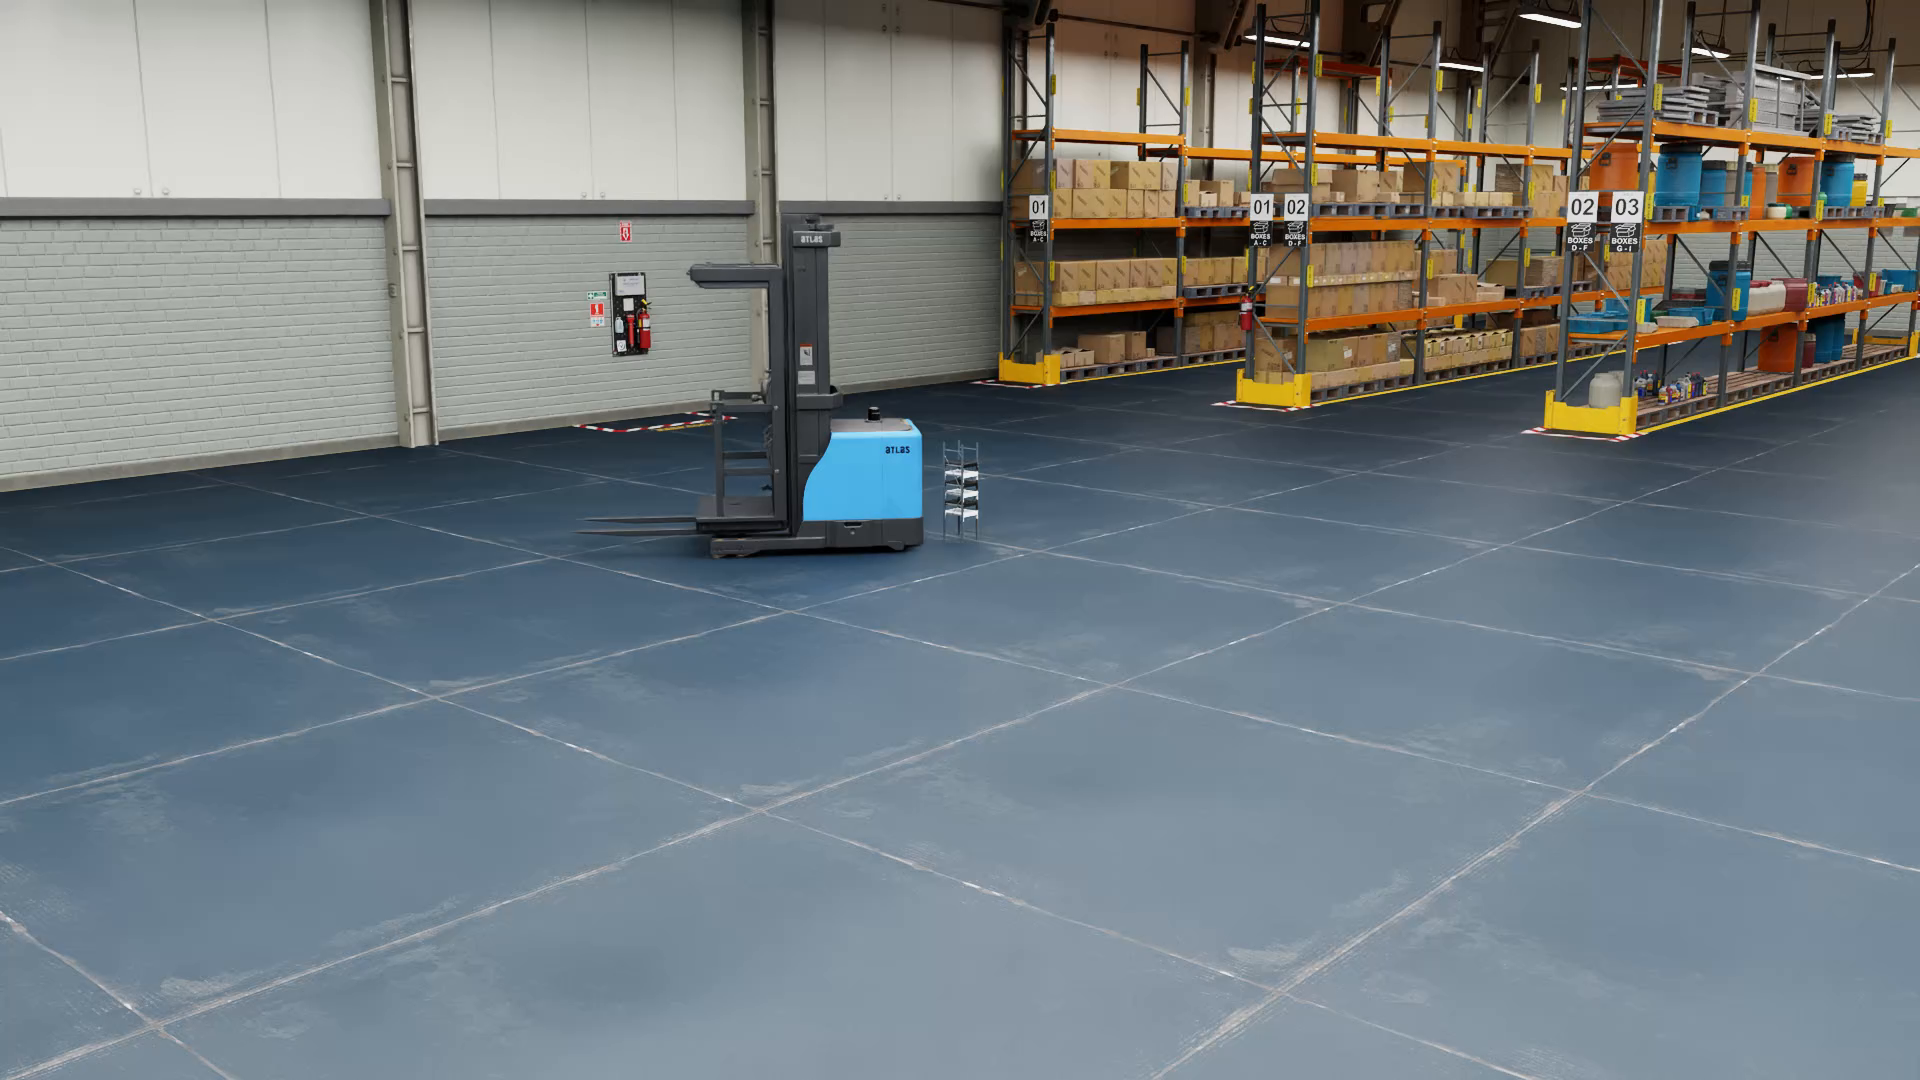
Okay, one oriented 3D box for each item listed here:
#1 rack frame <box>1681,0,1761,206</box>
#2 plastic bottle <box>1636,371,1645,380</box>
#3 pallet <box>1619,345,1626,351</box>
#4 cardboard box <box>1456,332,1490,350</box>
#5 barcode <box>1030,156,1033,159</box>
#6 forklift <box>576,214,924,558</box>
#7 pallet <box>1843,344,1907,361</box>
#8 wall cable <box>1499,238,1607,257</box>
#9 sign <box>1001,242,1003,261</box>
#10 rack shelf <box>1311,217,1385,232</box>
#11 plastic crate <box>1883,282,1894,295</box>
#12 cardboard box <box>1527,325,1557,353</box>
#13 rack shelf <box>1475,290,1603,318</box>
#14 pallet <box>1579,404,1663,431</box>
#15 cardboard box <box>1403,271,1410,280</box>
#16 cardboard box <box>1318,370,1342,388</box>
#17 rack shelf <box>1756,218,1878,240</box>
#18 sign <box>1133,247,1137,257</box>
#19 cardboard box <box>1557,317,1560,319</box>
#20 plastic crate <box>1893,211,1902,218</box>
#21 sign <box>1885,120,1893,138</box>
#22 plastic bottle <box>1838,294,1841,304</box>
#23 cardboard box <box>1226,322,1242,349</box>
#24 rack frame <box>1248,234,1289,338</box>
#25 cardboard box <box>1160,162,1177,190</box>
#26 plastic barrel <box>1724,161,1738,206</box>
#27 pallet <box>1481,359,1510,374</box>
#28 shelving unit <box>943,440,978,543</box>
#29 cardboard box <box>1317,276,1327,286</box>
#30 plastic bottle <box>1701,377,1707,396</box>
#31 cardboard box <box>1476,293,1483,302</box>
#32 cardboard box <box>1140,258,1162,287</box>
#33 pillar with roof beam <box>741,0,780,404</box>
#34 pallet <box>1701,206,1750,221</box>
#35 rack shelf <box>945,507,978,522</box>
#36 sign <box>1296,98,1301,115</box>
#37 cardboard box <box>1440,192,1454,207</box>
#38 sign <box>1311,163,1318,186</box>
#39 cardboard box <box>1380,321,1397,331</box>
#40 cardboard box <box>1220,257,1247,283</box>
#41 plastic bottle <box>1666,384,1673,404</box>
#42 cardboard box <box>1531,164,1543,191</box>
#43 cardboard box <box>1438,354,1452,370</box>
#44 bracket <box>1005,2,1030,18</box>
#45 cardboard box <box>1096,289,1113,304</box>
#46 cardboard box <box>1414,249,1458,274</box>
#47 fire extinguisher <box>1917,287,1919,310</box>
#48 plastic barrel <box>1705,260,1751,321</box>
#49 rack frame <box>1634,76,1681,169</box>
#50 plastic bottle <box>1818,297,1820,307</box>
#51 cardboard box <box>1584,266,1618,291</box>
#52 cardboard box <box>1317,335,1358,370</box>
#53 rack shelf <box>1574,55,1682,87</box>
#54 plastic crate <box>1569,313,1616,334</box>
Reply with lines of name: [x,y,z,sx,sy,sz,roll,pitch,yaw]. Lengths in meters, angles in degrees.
rack frame: [11.243,-6.489,24.764,1.000,3.000,0.127,10,15,40]
plastic bottle: [10.274,-2.371,25.103,0.144,0.351,0.185,9,14,38]
pallet: [14.065,-4.279,36.135,1.003,0.211,1.213,10,15,40]
cardboard box: [9.331,-3.649,30.378,0.500,0.311,0.500,10,15,40]
barcode: [1.254,-6.713,29.204,0.001,0.075,0.075,10,15,40]
forklift: [-1.881,-1.389,14.722,3.031,2.935,1.130,-1,11,-7]
pallet: [18.591,-3.829,33.881,1.003,0.211,1.213,10,15,40]
wall cable: [15.724,-8.799,44.255,3.097,2.526,0.112,10,15,40]
sign: [0.757,-5.037,29.047,0.100,0.325,0.005,10,15,40]
rack shelf: [7.762,-6.829,35.961,1.077,0.370,4.000,10,15,40]
plastic crate: [18.001,-4.925,32.522,0.416,0.233,0.300,10,15,40]
cardboard box: [11.356,-3.948,32.614,0.500,0.500,0.500,10,15,40]
rack shelf: [11.485,-4.718,33.051,1.077,0.370,4.000,10,15,40]
pallet: [9.158,-1.727,23.359,1.003,0.211,1.213,10,15,40]
cardboard box: [7.341,-4.451,27.967,0.380,0.149,0.250,9,15,39]
cardboard box: [5.733,-2.581,26.464,0.500,0.250,0.500,10,15,40]
rack shelf: [15.204,-5.548,29.548,1.077,0.370,4.000,10,15,40]
sign: [3.382,-5.467,32.008,0.100,0.325,0.005,10,15,40]
cardboard box: [12.968,-4.476,35.258,0.500,0.500,0.500,10,15,40]
plastic crate: [17.987,-6.318,32.240,0.437,0.136,0.530,10,15,40]
sign: [16.936,-7.492,30.320,0.100,0.325,0.005,10,15,40]
plastic bottle: [15.788,-4.359,29.921,0.097,0.201,0.097,0,11,0]
cardboard box: [5.271,-4.156,33.660,0.700,0.500,0.500,10,15,40]
rack frame: [6.441,-5.417,34.711,1.000,3.000,0.127,10,15,40]
cardboard box: [3.674,-6.739,30.816,0.500,0.500,0.500,8,14,36]
plastic barrel: [11.847,-5.463,26.005,0.600,0.901,0.600,0,11,0]
pallet: [9.592,-3.293,31.199,1.003,0.211,1.213,10,15,40]
shelving unit: [0.005,-0.442,15.168,0.258,0.900,0.210,10,15,40]
cardboard box: [5.477,-4.036,25.886,0.380,0.149,0.250,9,15,39]
plastic bottle: [11.173,-2.317,25.006,0.061,0.283,0.133,11,16,43]
cardboard box: [9.365,-4.459,30.556,0.250,0.149,0.380,-11,16,-43]
cardboard box: [3.396,-4.948,30.784,0.500,0.500,0.500,10,15,40]
pillar with roof beam: [0.246,-5.957,22.099,9.100,9.000,0.548,10,15,40]
pallet: [10.840,-4.807,24.481,1.213,0.211,1.003,10,15,40]
rack shelf: [0.005,-0.233,15.210,0.258,0.077,0.200,10,15,40]
sign: [6.855,-8.787,33.680,0.100,0.325,0.005,10,15,40]
cardboard box: [8.299,-5.962,29.094,0.500,0.250,0.500,8,14,35]
sign: [5.297,-5.465,24.863,0.100,0.325,0.005,10,15,40]
cardboard box: [9.653,-5.082,38.345,0.700,0.500,0.500,10,15,41]
cardboard box: [5.333,-5.425,33.373,0.700,0.500,0.500,10,15,40]
plastic bottle: [10.197,-2.100,23.916,0.061,0.283,0.133,10,15,41]
cardboard box: [10.794,-6.925,31.798,0.500,0.500,0.500,10,15,40]
cardboard box: [8.315,-3.148,29.301,0.500,0.250,0.500,10,15,42]
bracket: [0.966,-9.054,28.418,0.235,0.232,0.430,10,15,40]
cardboard box: [2.394,-4.359,29.748,0.500,0.250,0.500,9,15,39]
cardboard box: [11.393,-6.664,40.192,0.980,0.700,0.700,11,16,43]
fire extinguisher: [19.605,-5.055,34.052,0.296,0.674,0.183,10,15,40]
plastic barrel: [11.725,-3.811,25.391,0.600,0.901,0.708,10,15,40]
rack frame: [15.446,-8.896,36.812,1.000,3.000,0.127,10,15,40]
plastic bottle: [14.902,-4.161,28.933,0.097,0.201,0.097,0,11,0]
cardboard box: [13.347,-5.454,34.643,0.500,0.500,0.500,10,15,42]
cardboard box: [6.054,-3.024,26.766,0.500,0.500,0.500,10,15,40]
rack shelf: [14.126,-9.878,35.084,1.077,0.370,4.000,10,15,40]
plastic crate: [8.708,-2.998,22.982,0.499,0.251,0.616,10,15,40]
